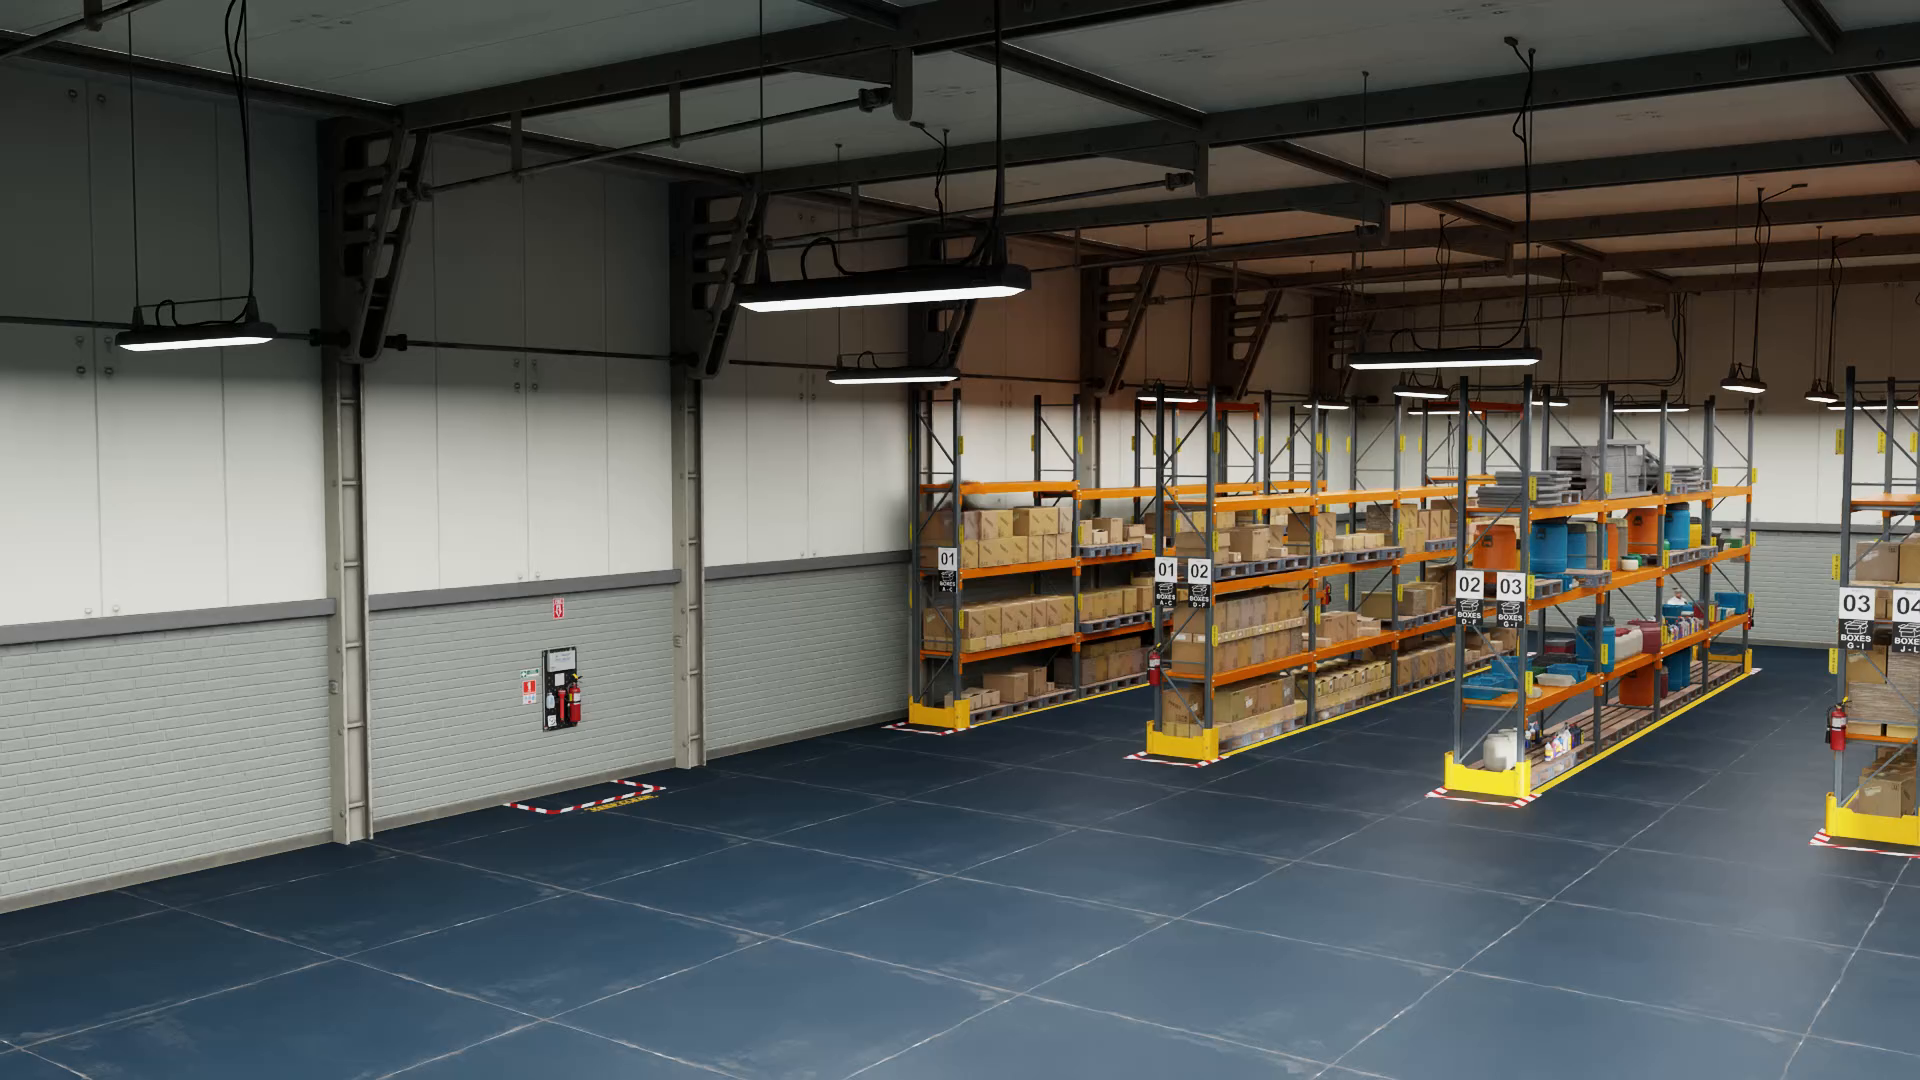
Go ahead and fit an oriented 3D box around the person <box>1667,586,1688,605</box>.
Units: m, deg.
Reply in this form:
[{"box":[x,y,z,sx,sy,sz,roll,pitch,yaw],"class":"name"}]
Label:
[{"box":[16.530,1.951,38.249,0.618,1.790,0.415,-1,3,-21],"class":"person"}]
